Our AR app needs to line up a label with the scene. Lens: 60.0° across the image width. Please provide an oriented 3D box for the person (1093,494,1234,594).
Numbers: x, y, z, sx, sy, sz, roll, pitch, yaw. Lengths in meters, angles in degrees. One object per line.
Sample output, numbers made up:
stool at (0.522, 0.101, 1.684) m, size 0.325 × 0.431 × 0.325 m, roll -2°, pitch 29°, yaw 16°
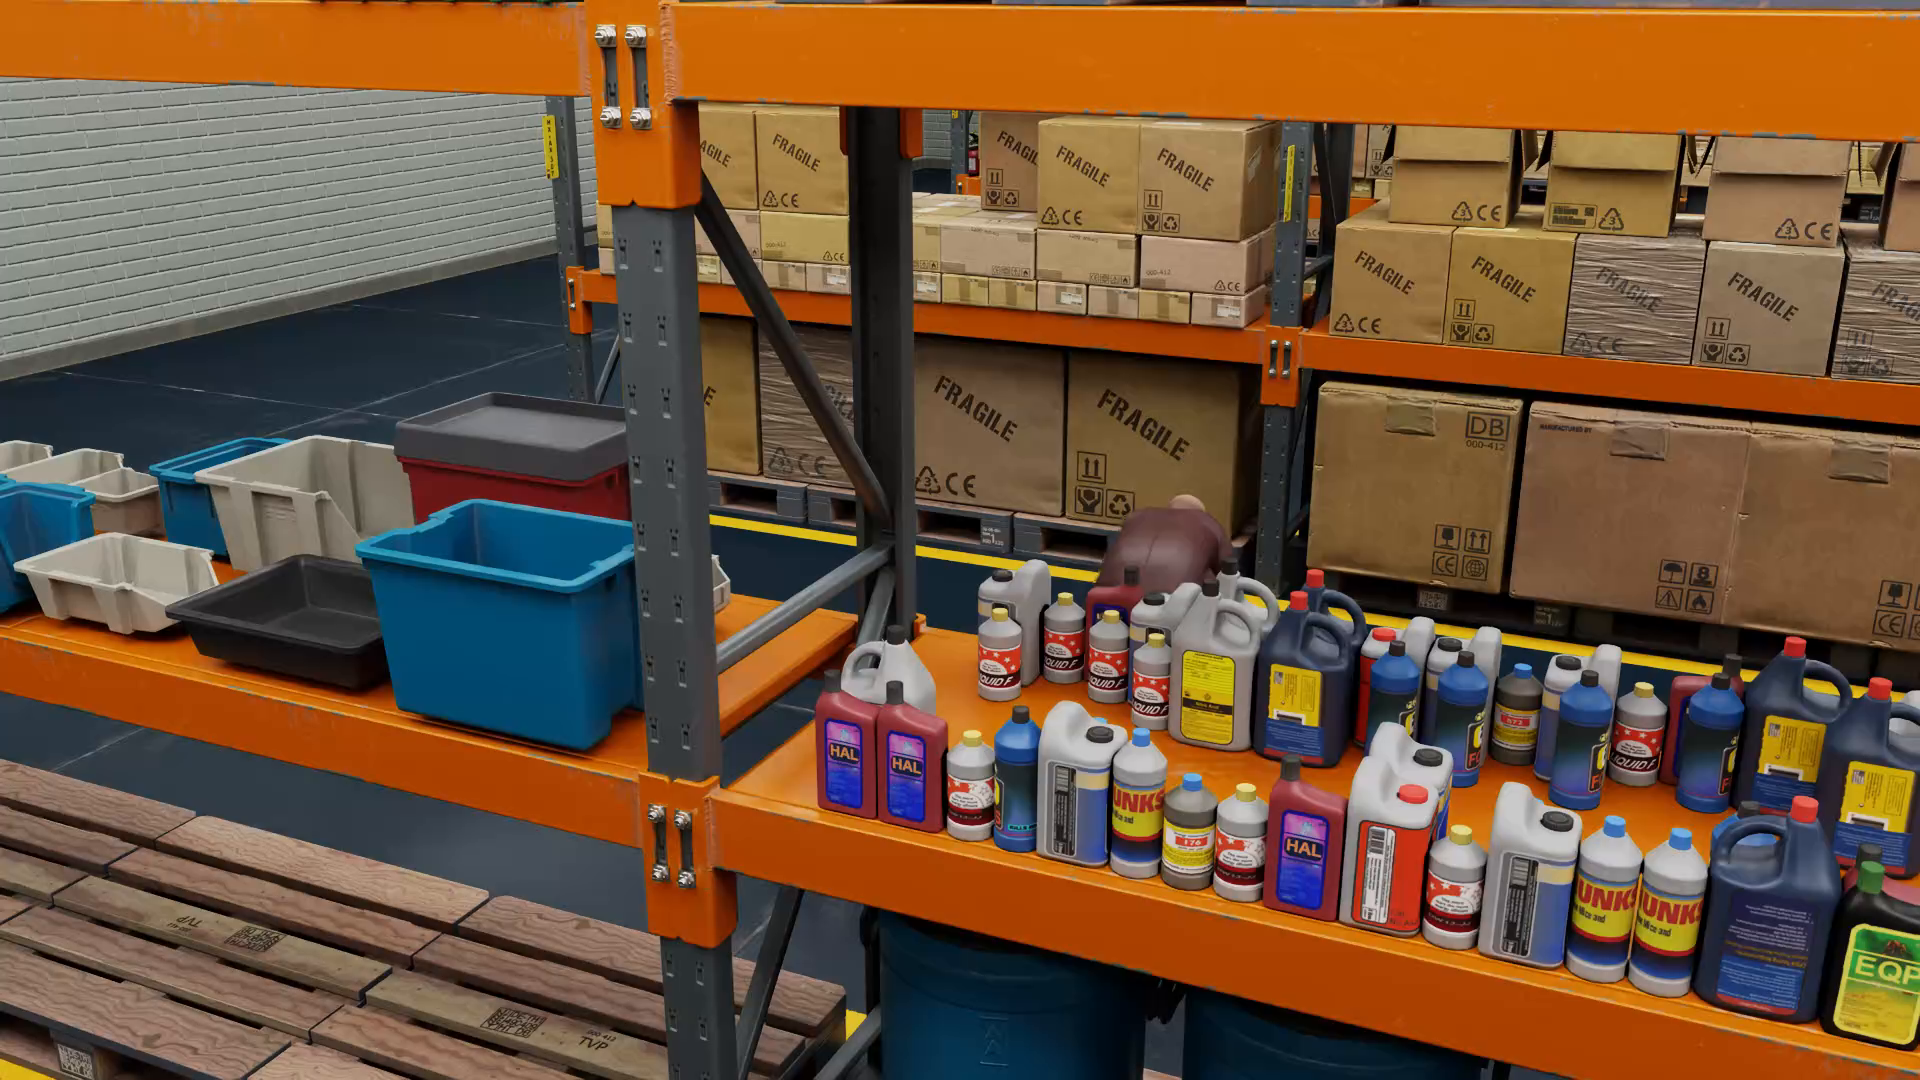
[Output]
person at (0.841, 0.291, 6.752) m, size 0.572 × 0.838 × 0.947 m, roll 8°, pitch 20°, yaw 21°
